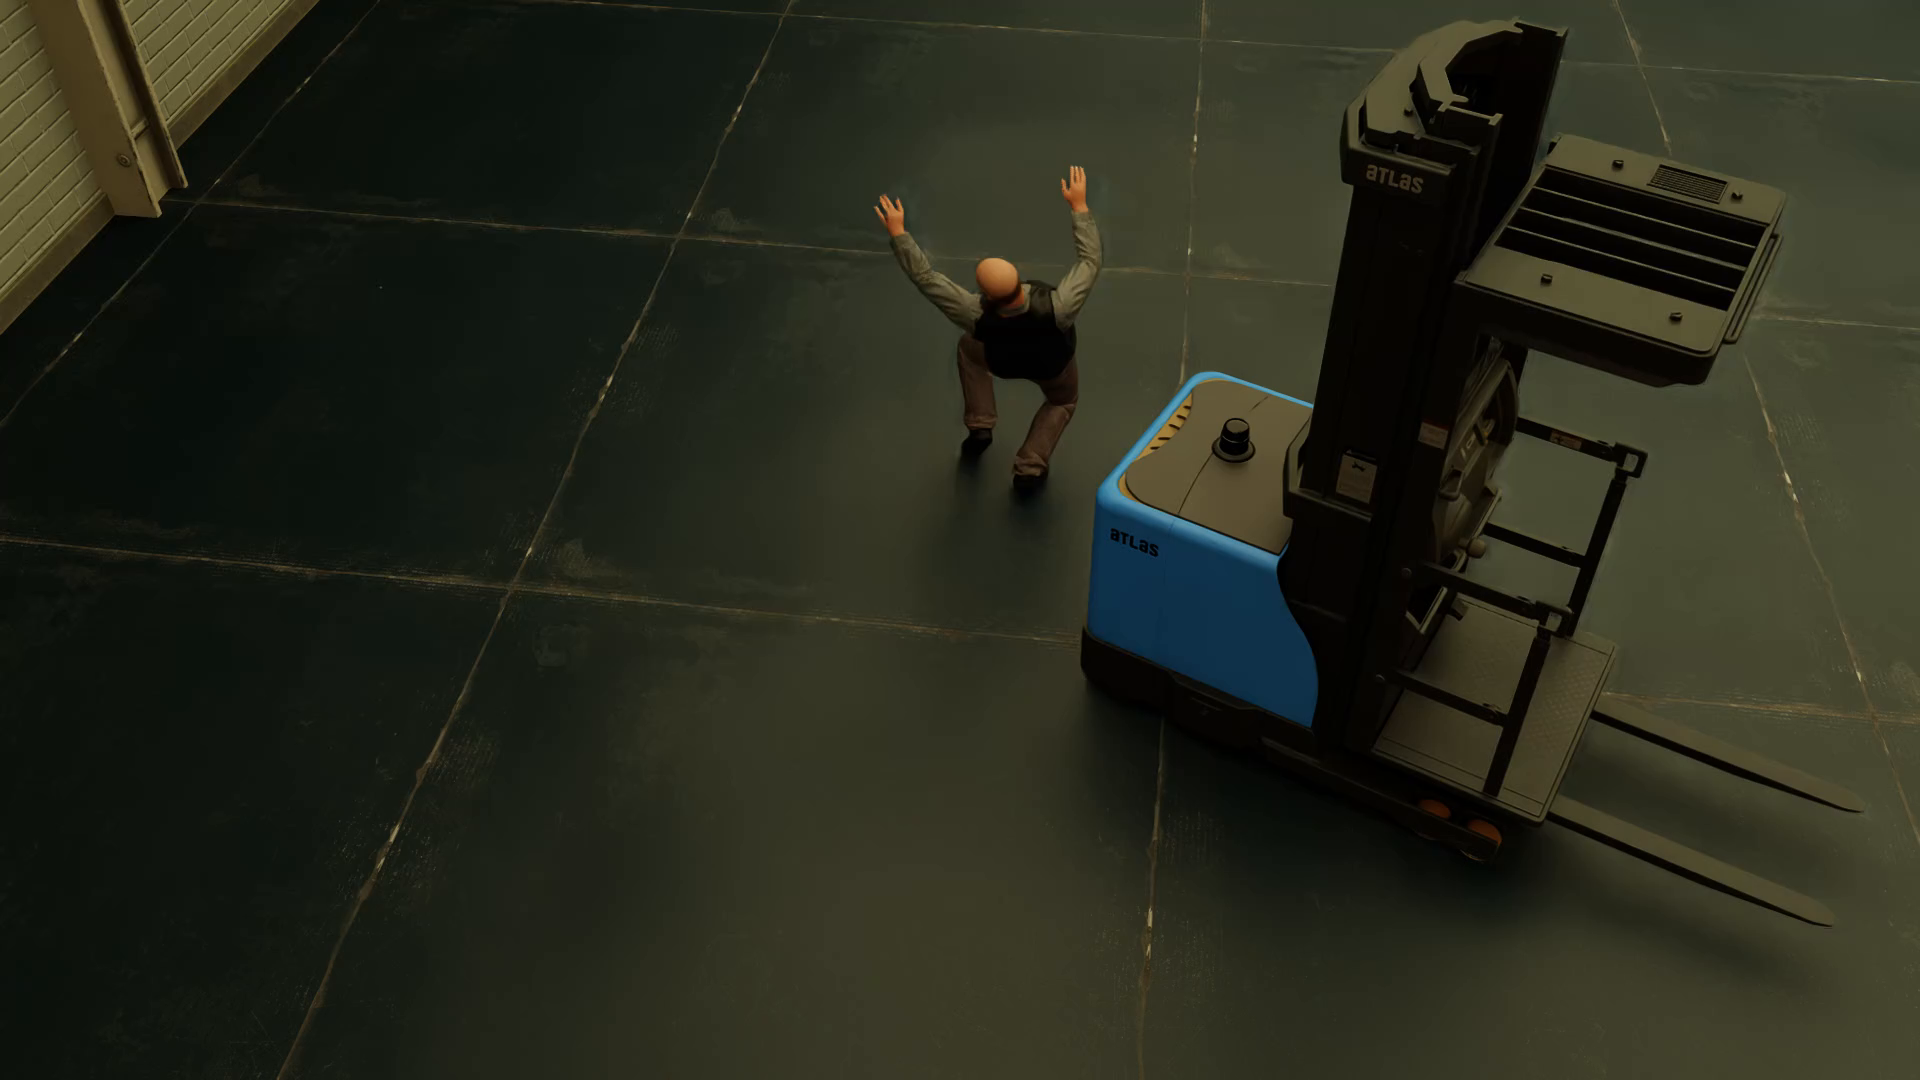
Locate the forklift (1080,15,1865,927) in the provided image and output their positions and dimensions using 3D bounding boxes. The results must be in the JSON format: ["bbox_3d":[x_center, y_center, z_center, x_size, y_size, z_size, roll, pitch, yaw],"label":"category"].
[{"bbox_3d":[2.048,-0.237,5.982,3.031,2.935,1.130,22,47,22],"label":"forklift"}]

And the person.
[{"bbox_3d":[0.132,-0.956,7.754,1.015,1.631,0.786,8,43,8],"label":"person"}]
